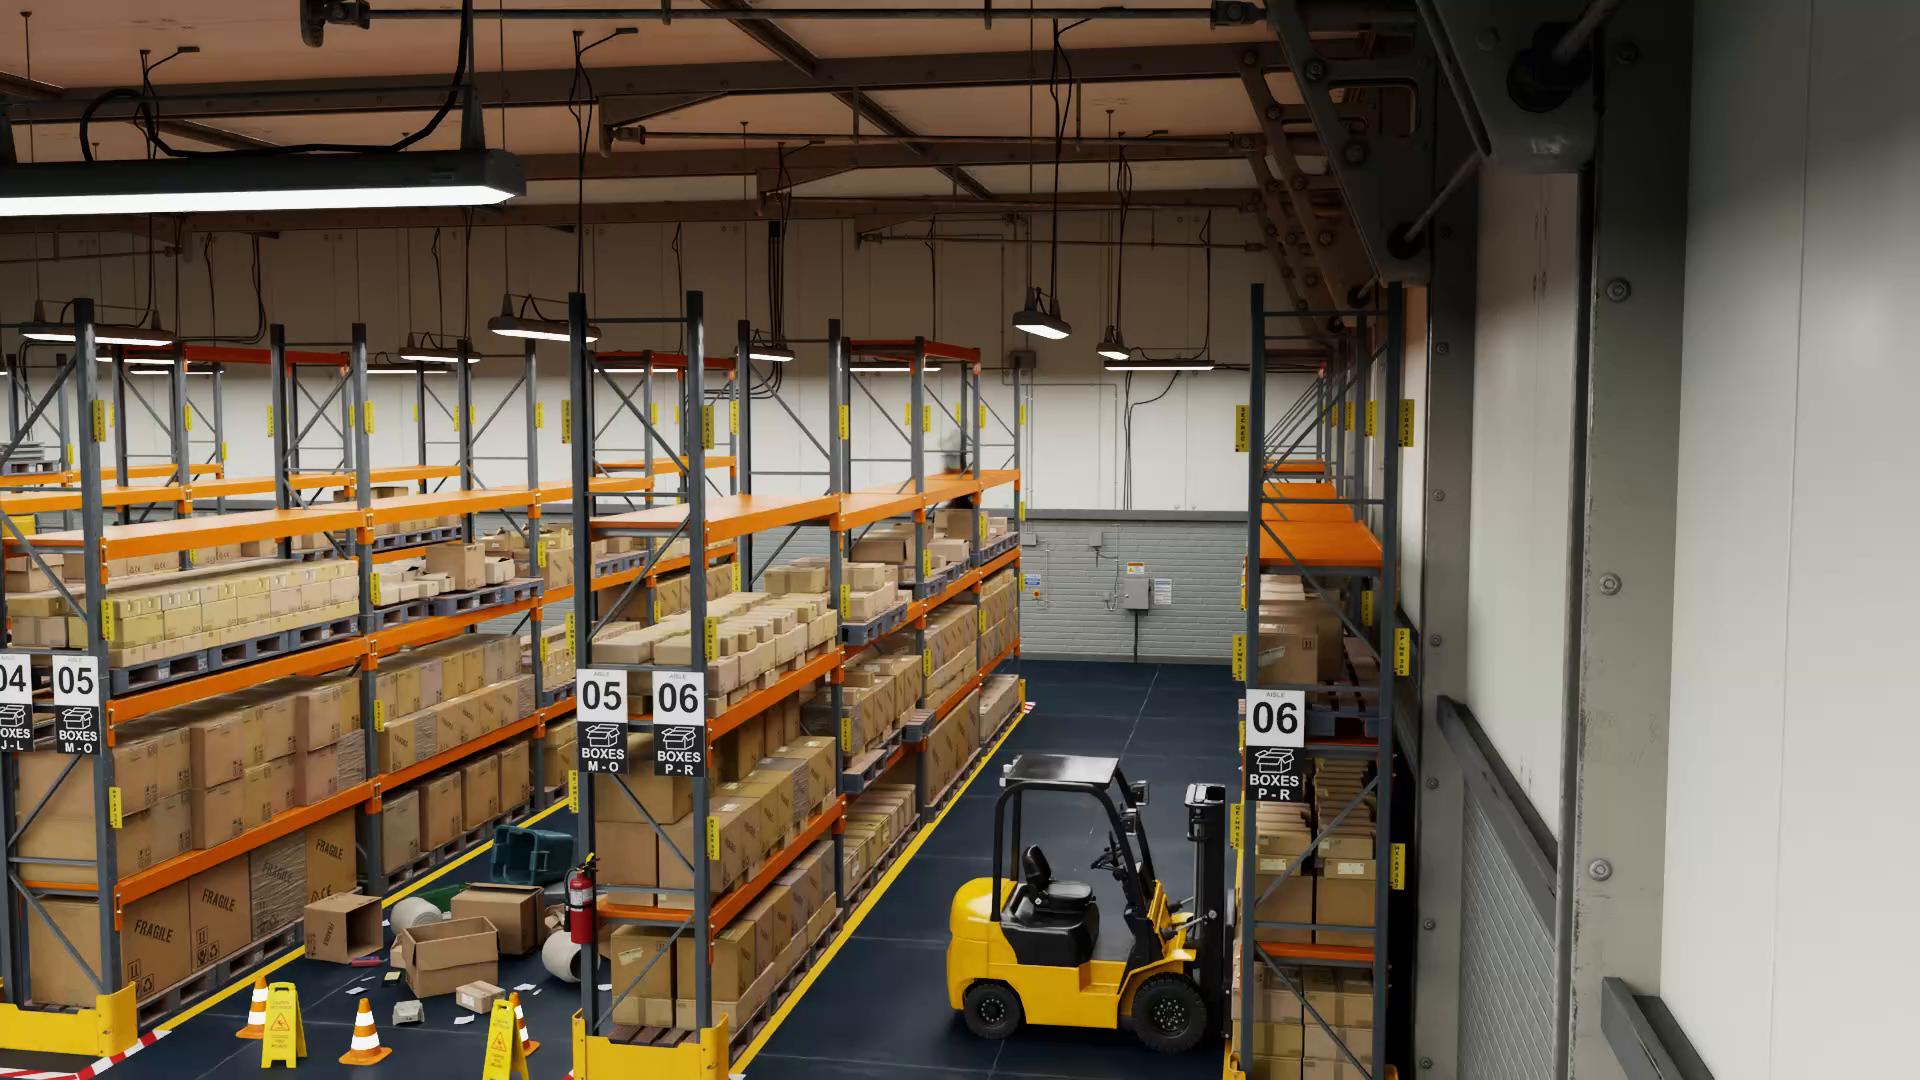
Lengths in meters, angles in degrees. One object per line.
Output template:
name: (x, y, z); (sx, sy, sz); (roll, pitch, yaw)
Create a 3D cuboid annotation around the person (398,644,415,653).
person: (-8.070, 2.374, 24.325); (0.605, 1.739, 0.739); (0, 5, 3)
